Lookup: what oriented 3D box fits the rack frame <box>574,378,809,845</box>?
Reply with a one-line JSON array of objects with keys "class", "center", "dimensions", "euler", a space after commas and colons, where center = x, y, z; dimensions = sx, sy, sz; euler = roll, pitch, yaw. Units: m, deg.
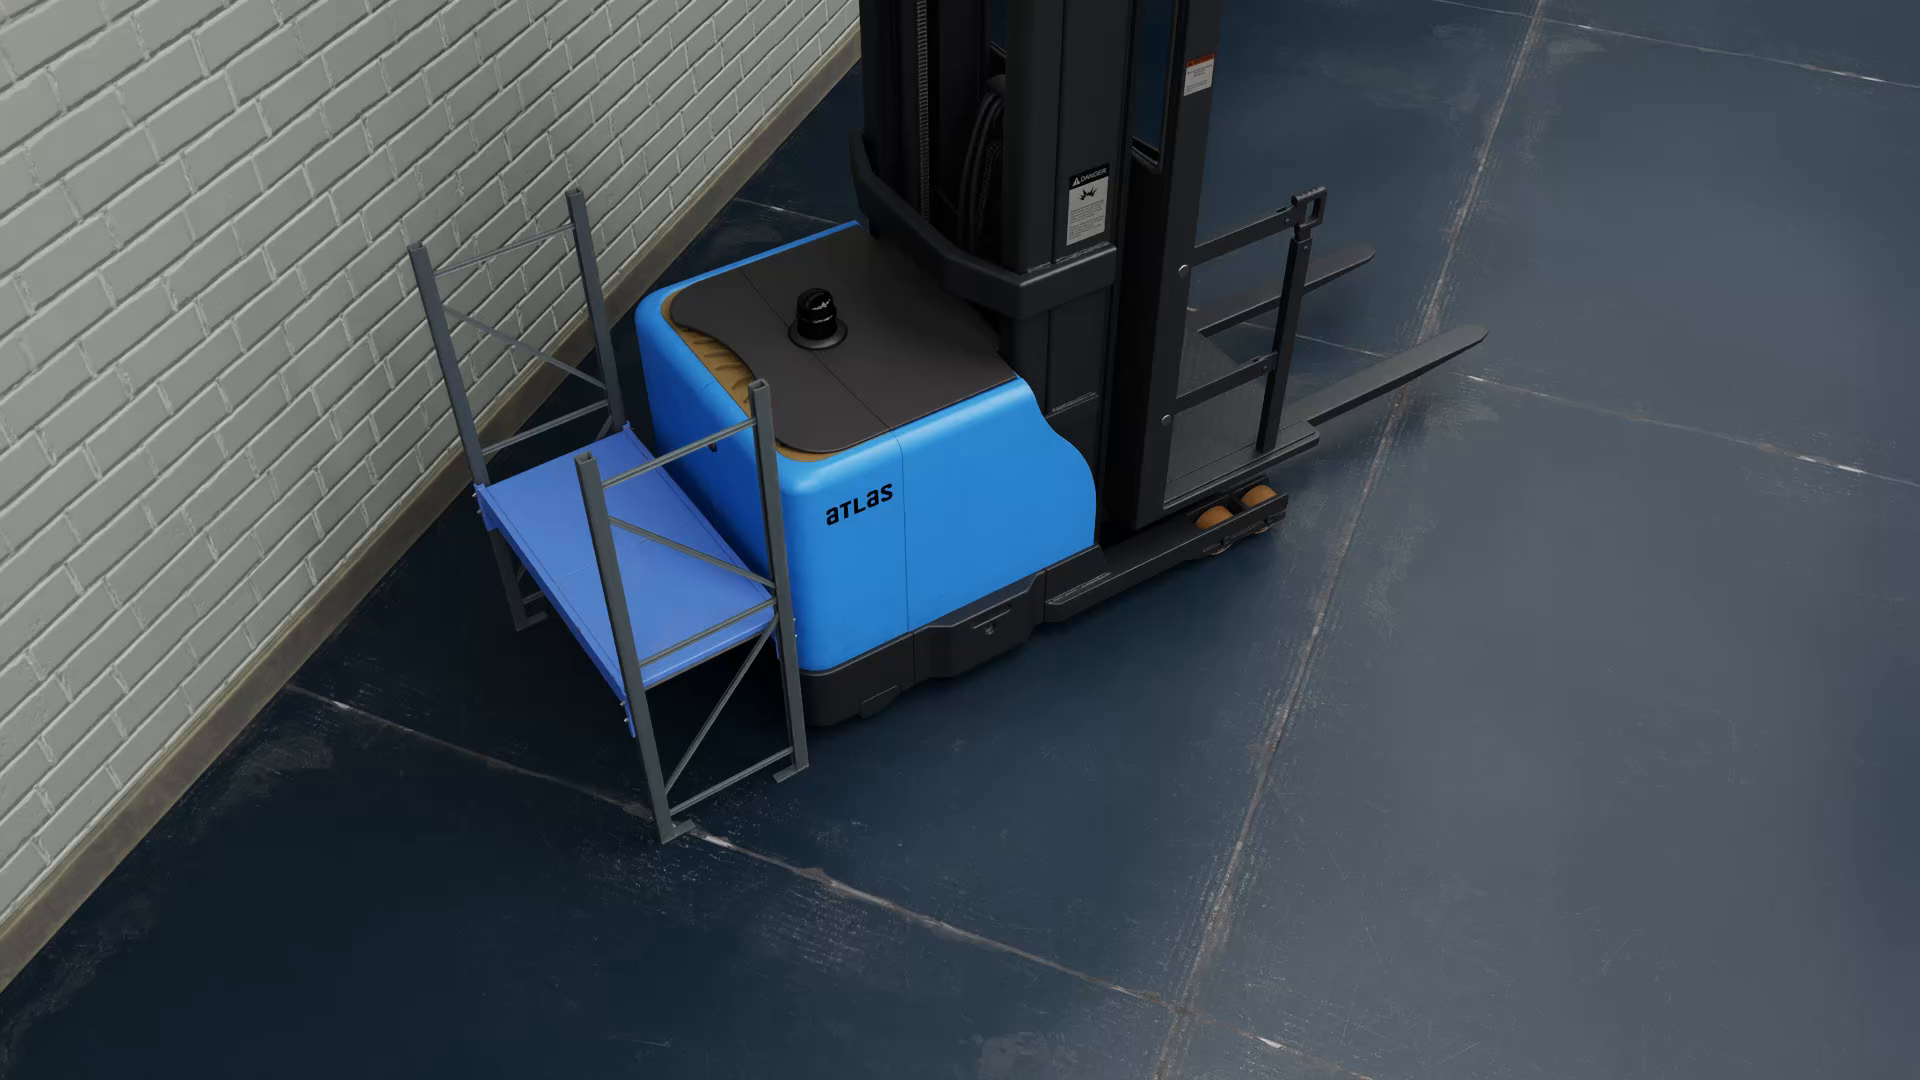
[{"class": "rack frame", "center": [-0.673, 0.250, 4.435], "dimensions": [0.500, 1.500, 0.032], "euler": [-26, 50, -24]}]

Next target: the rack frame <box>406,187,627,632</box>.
[{"class": "rack frame", "center": [-1.253, -0.339, 5.027], "dimensions": [0.500, 1.500, 0.032], "euler": [-26, 50, -24]}]

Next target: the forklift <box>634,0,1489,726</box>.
[{"class": "forklift", "center": [0.528, -1.279, 4.958], "dimensions": [3.031, 2.935, 1.130], "euler": [-24, 50, -23]}]

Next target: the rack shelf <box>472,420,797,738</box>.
[{"class": "rack shelf", "center": [-0.963, 0.083, 4.858], "dimensions": [0.538, 0.185, 1.000], "euler": [-26, 50, -24]}]

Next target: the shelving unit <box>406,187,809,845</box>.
[{"class": "shelving unit", "center": [-0.963, -0.044, 4.731], "dimensions": [0.538, 1.500, 1.048], "euler": [-26, 50, -24]}]
